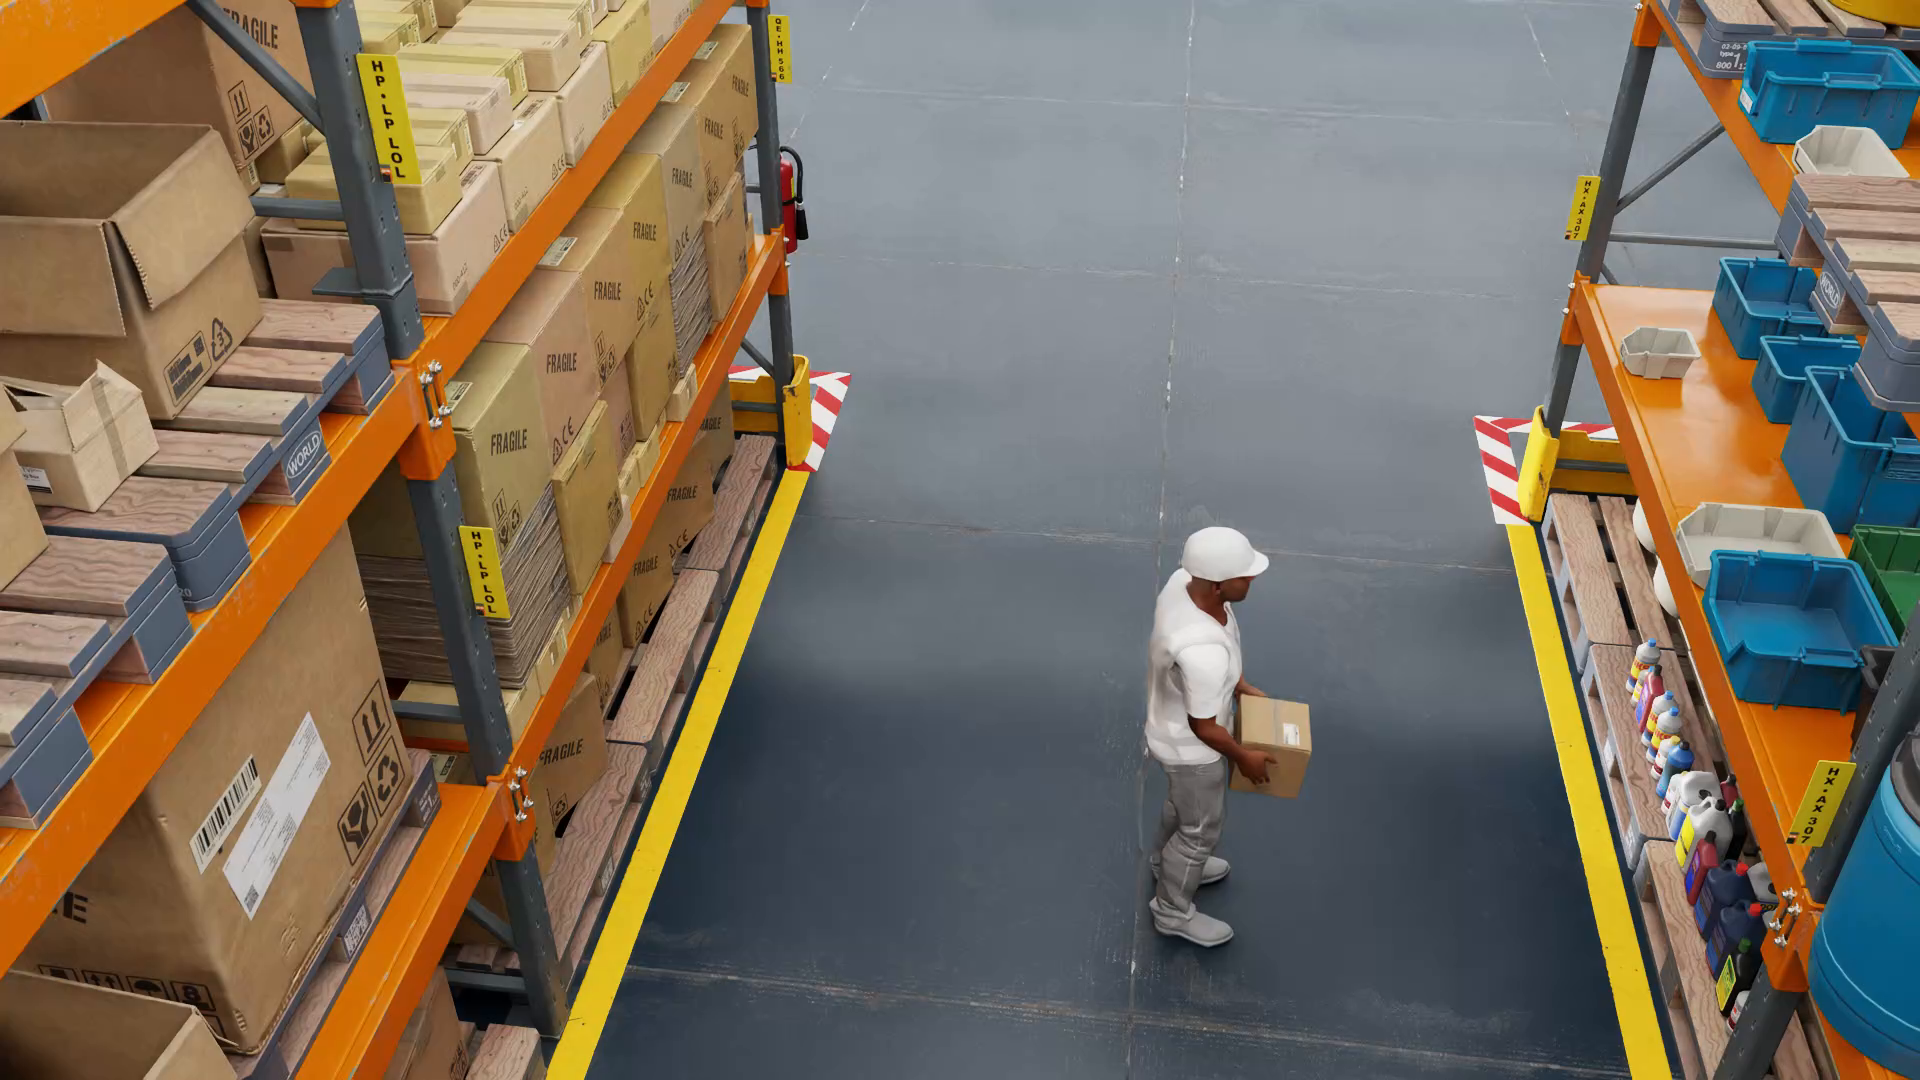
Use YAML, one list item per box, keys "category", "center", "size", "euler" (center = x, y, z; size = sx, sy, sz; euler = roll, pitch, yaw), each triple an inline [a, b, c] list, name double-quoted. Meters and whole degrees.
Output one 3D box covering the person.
- category: "person"
  center: [0.905, 0.696, 6.060]
  size: [0.482, 1.767, 0.569]
  euler: [4, 36, 5]
